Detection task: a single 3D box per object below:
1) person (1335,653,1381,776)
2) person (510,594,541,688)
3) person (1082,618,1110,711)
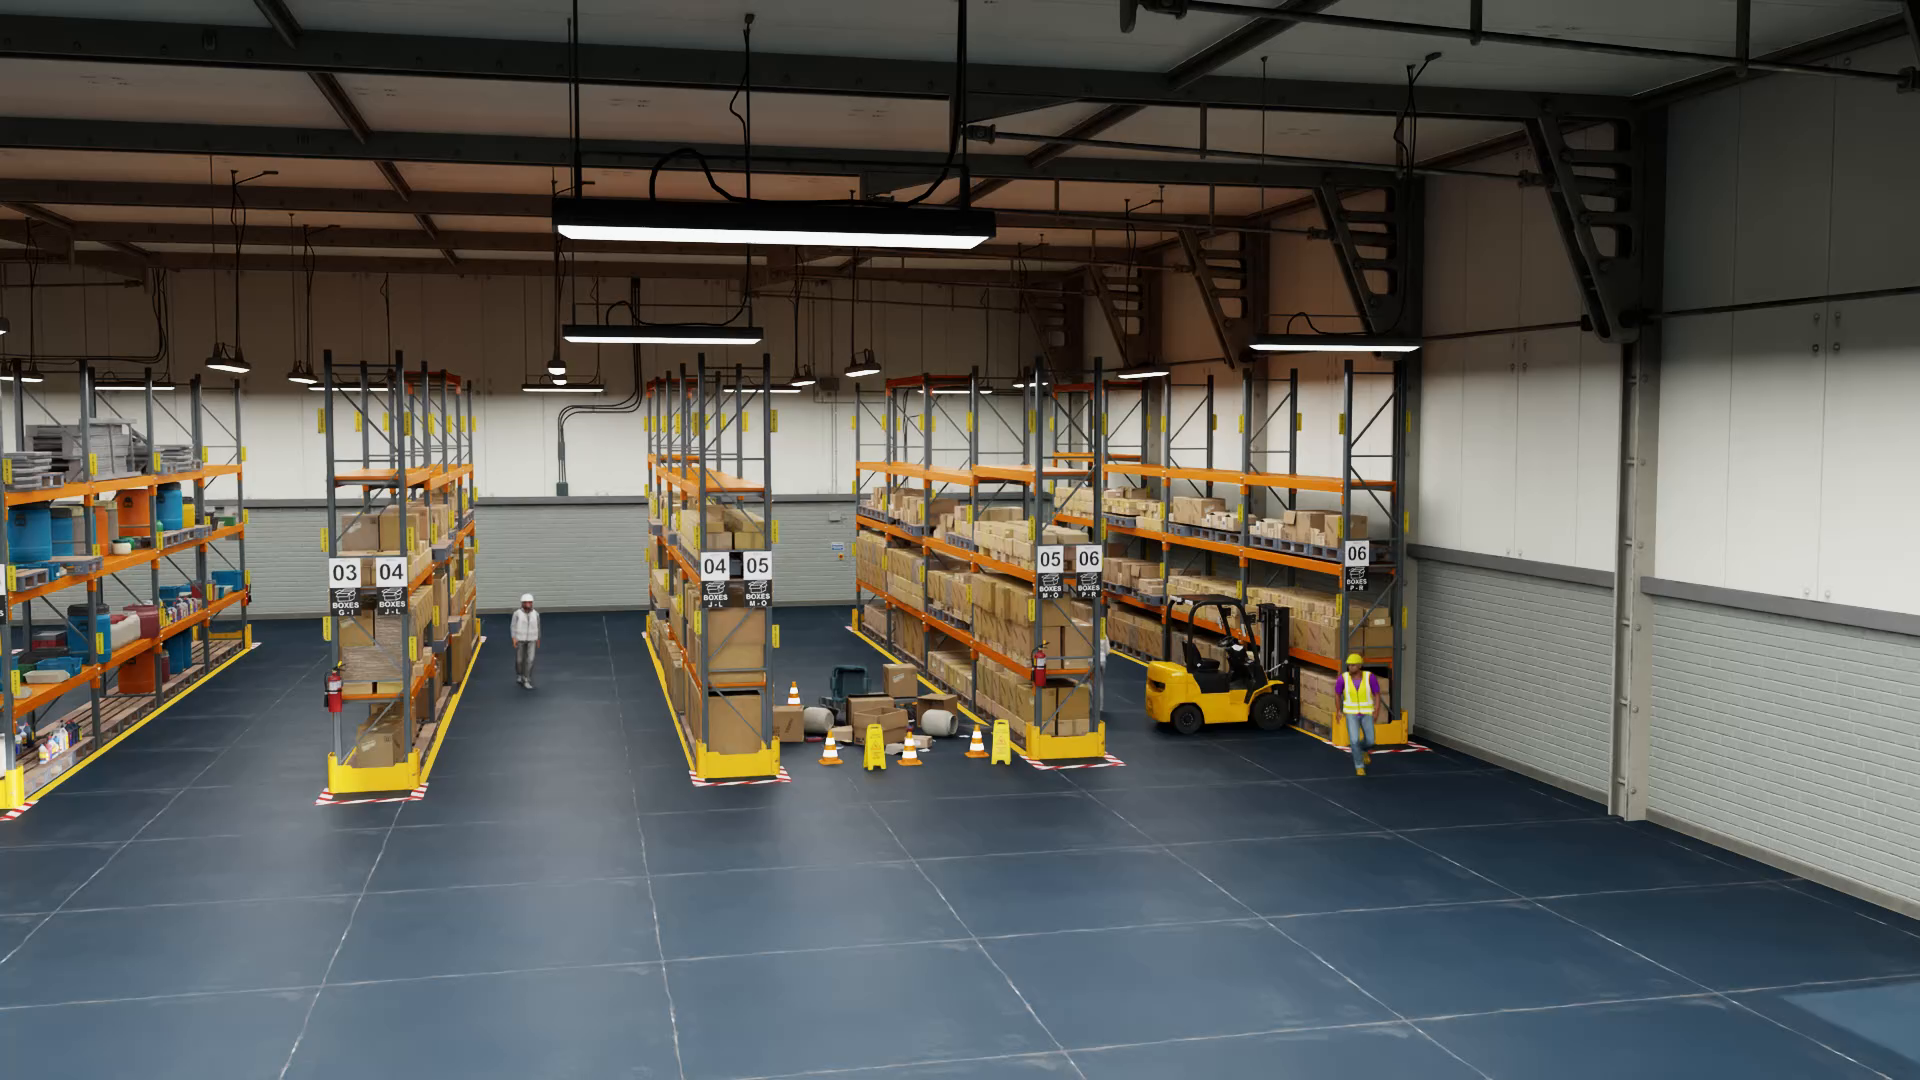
[{"bbox_3d":[5.710,2.482,23.878,0.623,1.732,0.646,1,4,7],"label":"person"},{"bbox_3d":[-8.311,1.931,31.854,0.599,1.779,0.737,-2,4,-25],"label":"person"},{"bbox_3d":[2.375,2.180,29.278,0.578,1.588,0.720,-1,4,-10],"label":"person"}]
